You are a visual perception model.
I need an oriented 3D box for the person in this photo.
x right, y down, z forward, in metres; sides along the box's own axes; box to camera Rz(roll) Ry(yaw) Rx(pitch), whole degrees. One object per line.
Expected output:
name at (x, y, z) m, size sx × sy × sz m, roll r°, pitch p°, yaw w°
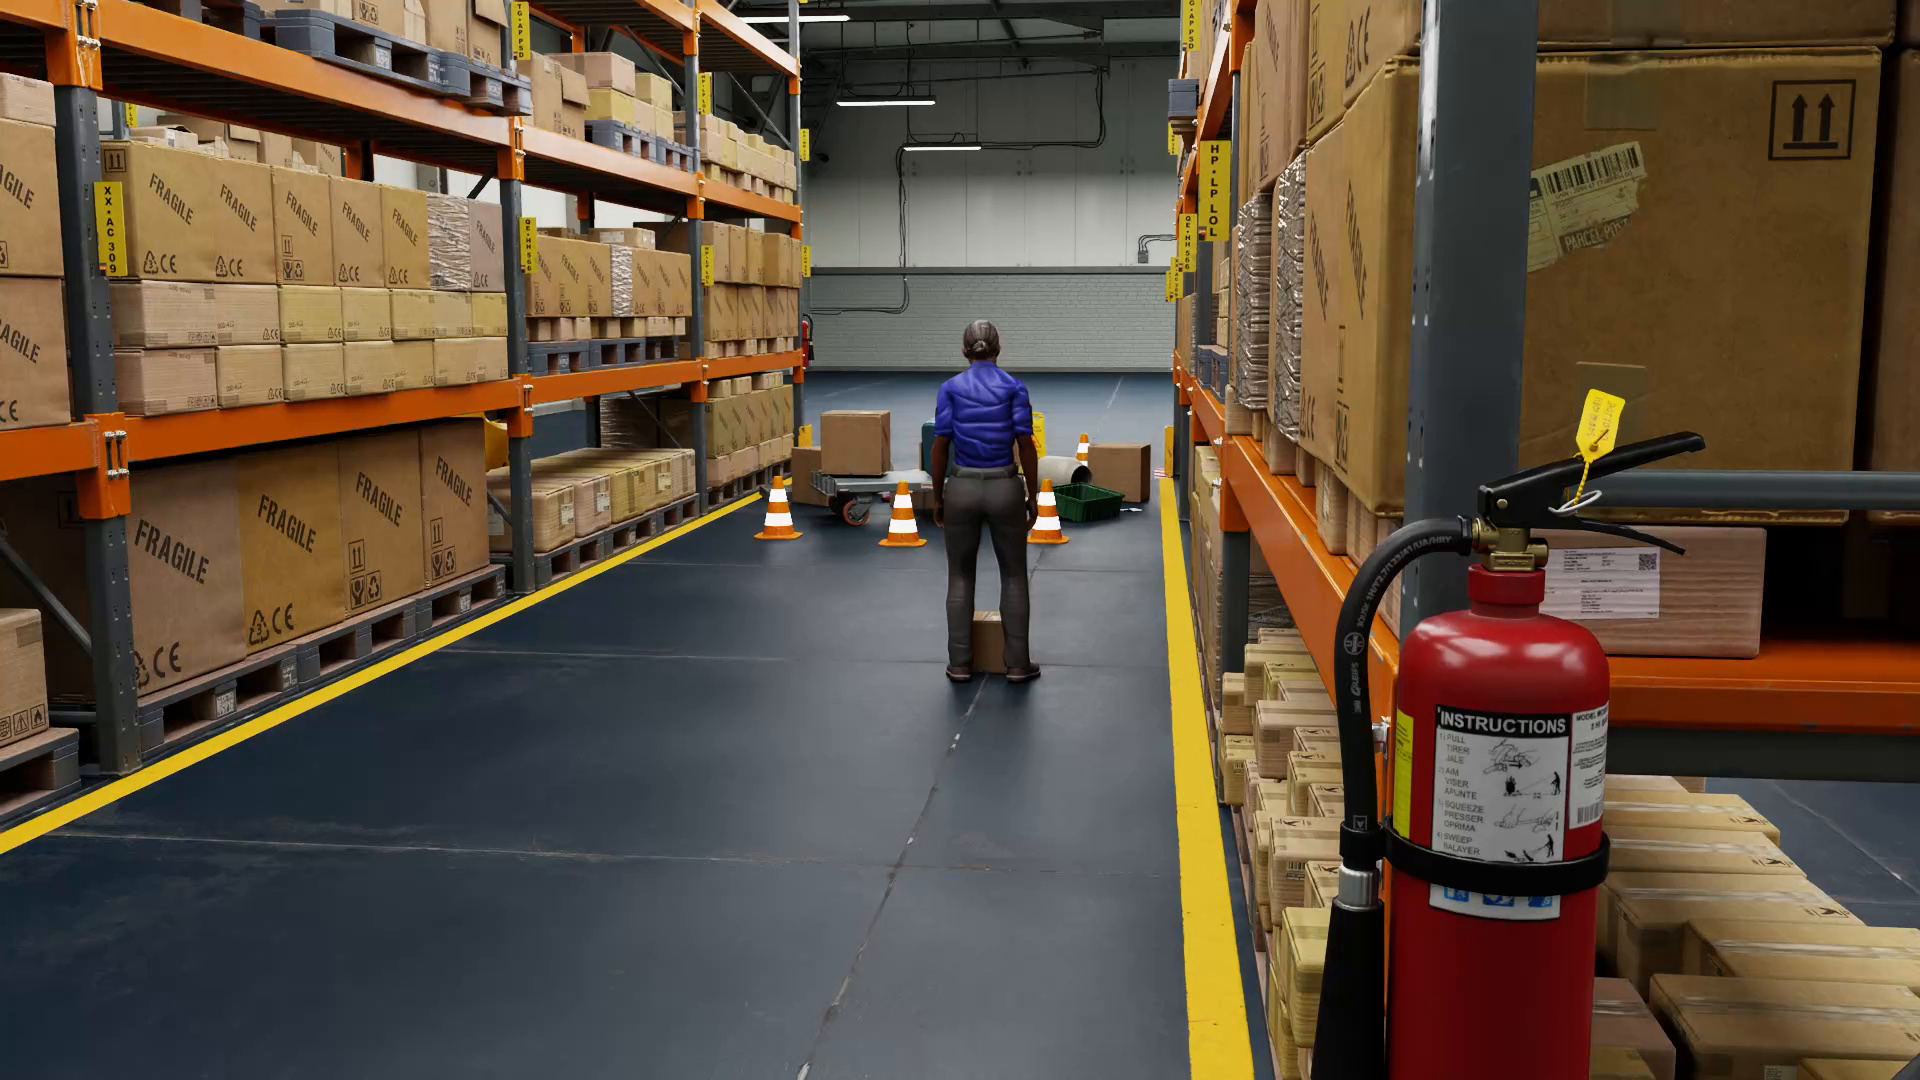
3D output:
person at (0.120, -0.177, 7.629) m, size 0.506 × 1.654 × 0.346 m, roll 1°, pitch 8°, yaw 4°
